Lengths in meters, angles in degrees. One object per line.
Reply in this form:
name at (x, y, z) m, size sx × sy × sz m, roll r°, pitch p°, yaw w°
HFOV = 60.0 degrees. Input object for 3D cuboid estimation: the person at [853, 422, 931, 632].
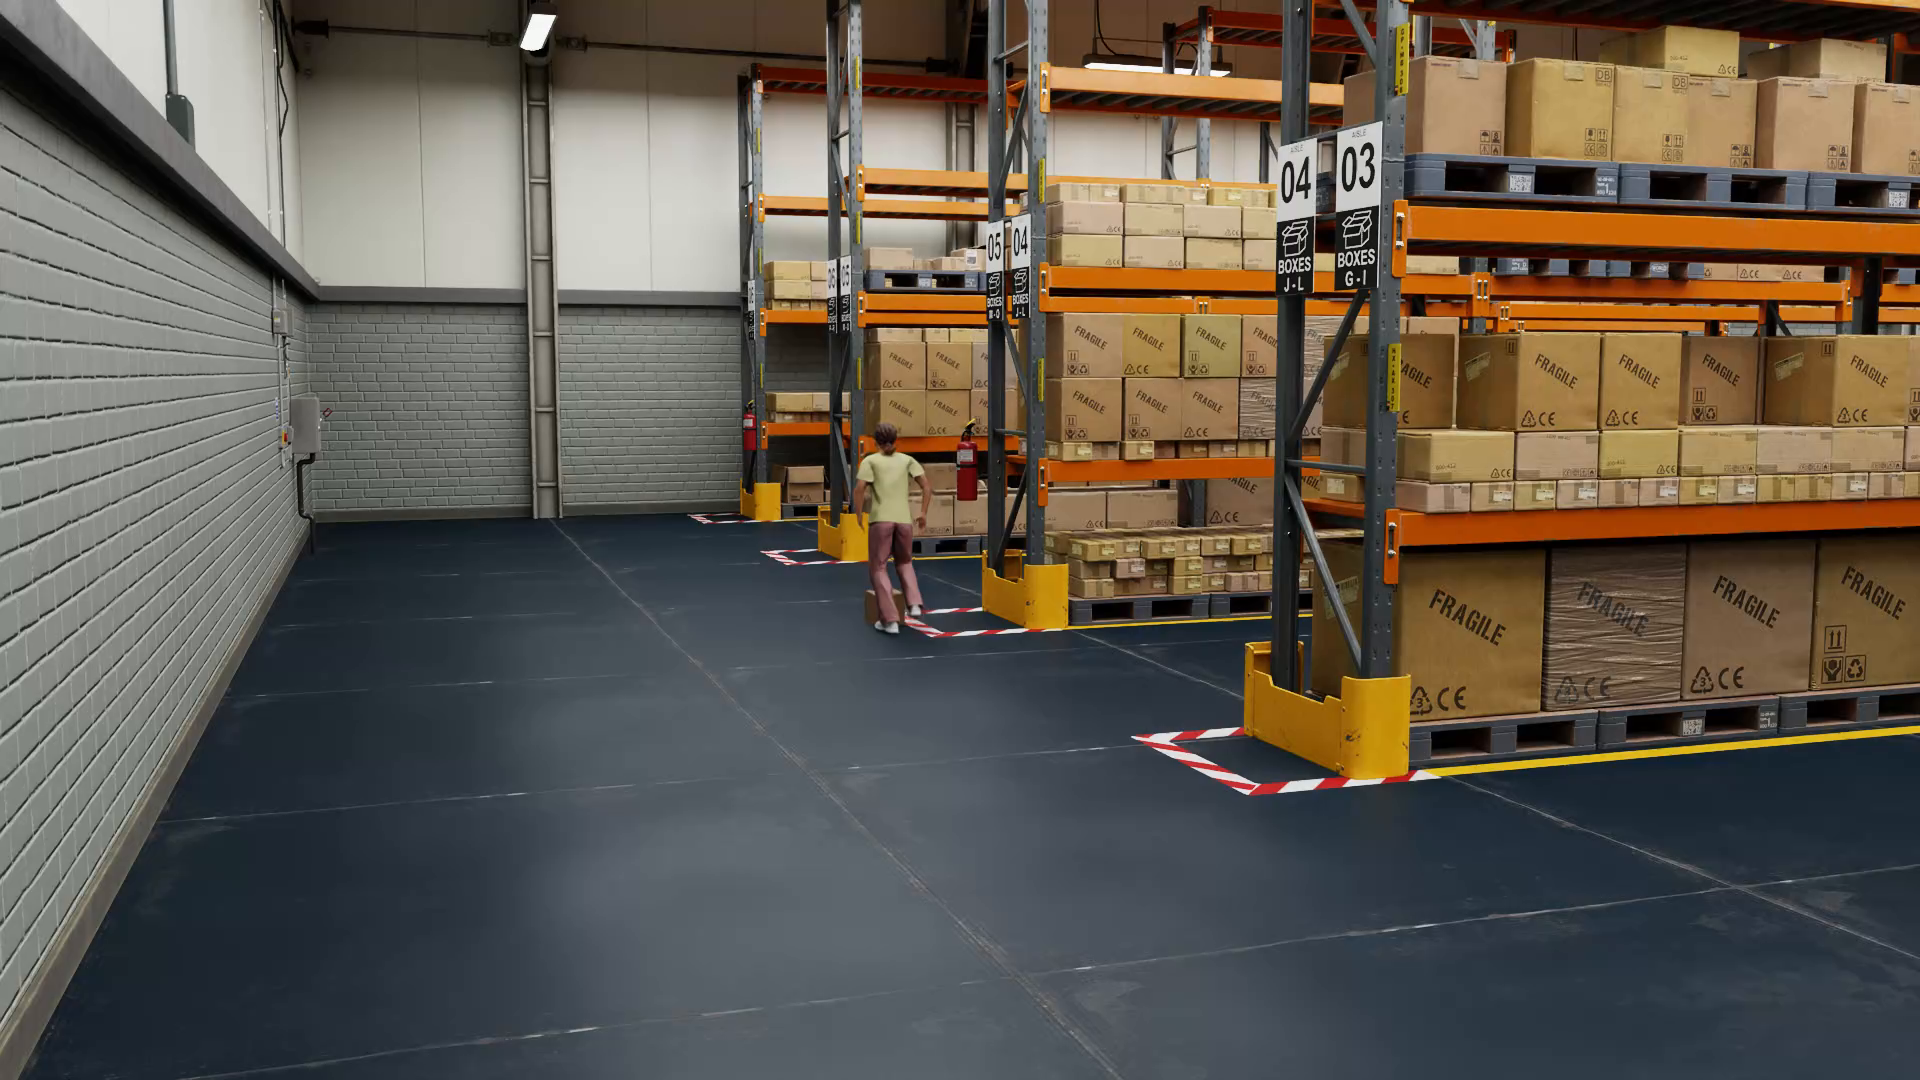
person at (-0.523, -0.108, 12.922) m, size 0.604 × 1.600 × 0.547 m, roll -2°, pitch 6°, yaw -22°
